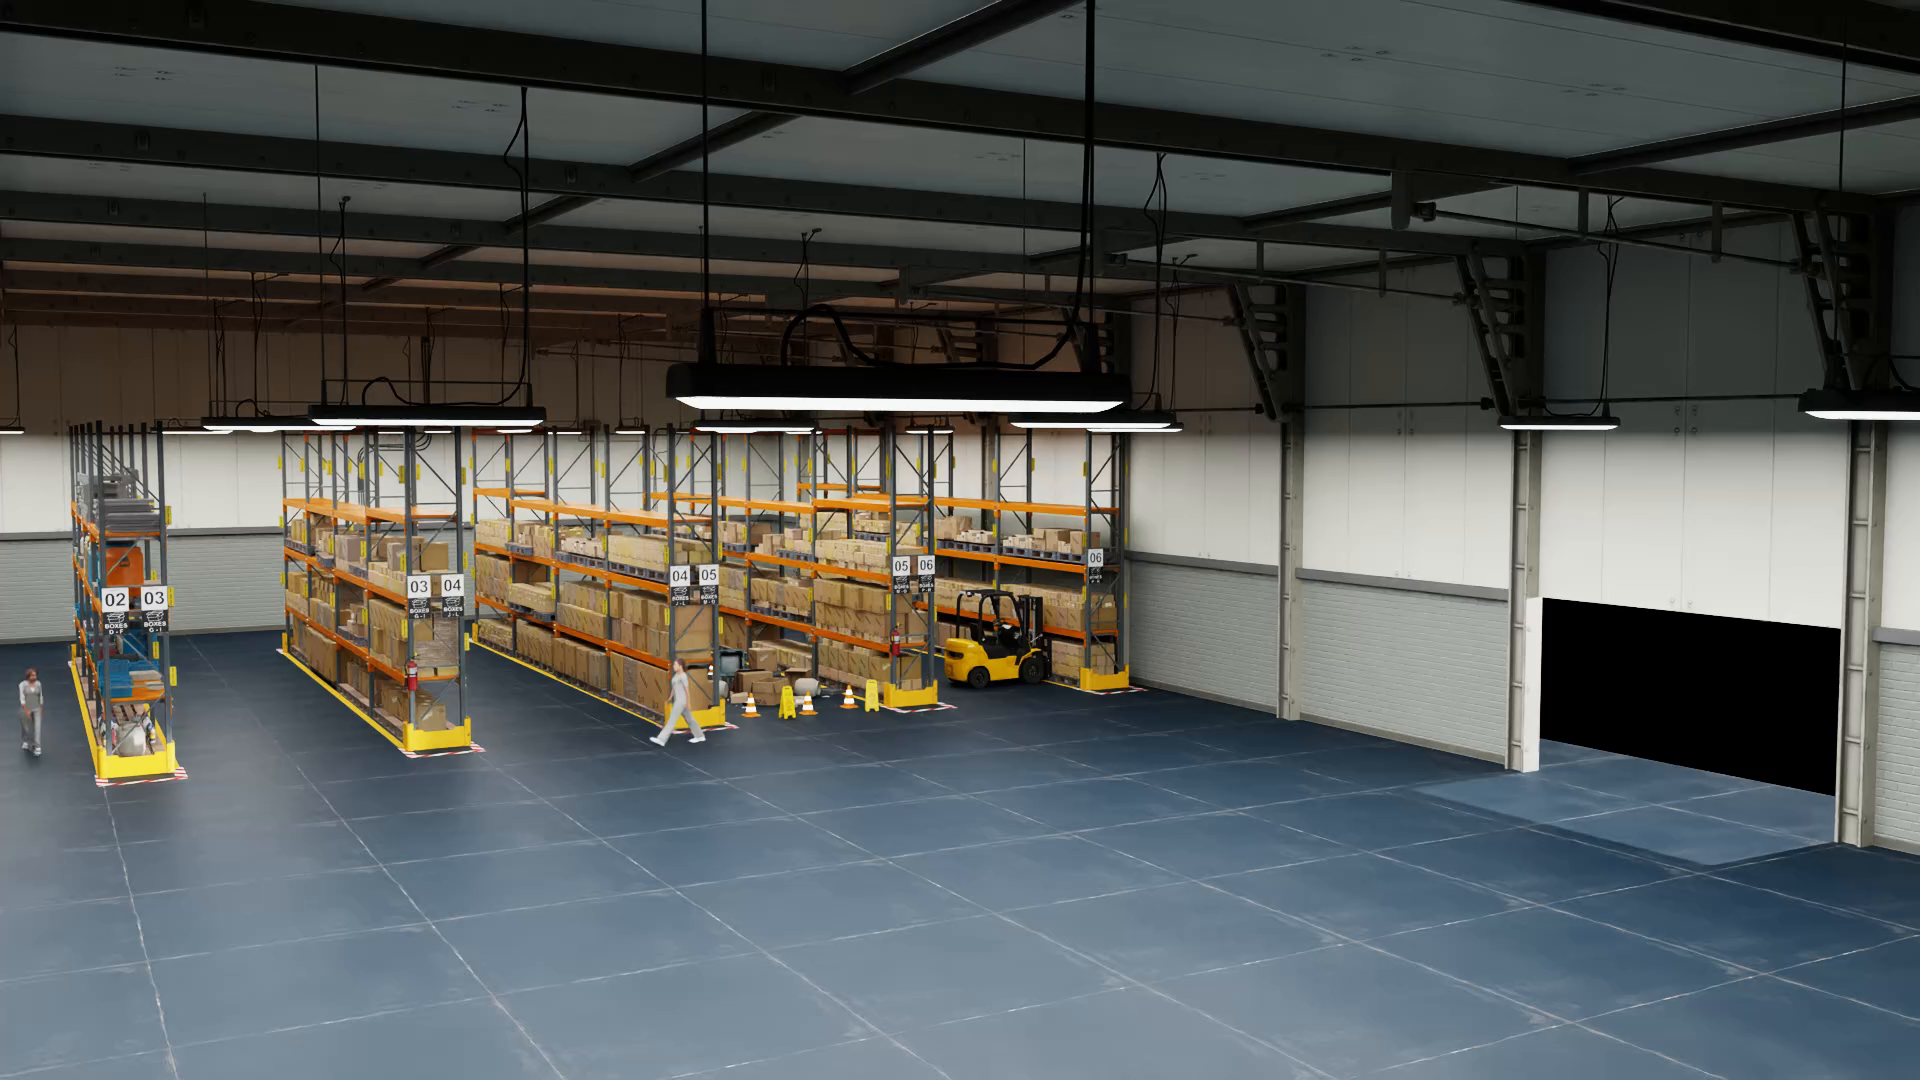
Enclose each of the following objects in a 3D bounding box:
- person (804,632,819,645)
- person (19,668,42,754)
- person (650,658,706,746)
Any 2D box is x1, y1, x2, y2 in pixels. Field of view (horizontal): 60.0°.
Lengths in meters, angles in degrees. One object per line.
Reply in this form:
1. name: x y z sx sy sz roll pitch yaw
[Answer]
1. person: -4.018 2.022 45.246 0.572 1.776 0.446 -2 4 -30
2. person: -16.819 3.088 30.147 0.404 1.519 0.964 -3 5 -40
3. person: -5.245 2.993 30.841 1.067 1.602 0.466 -1 4 -18
